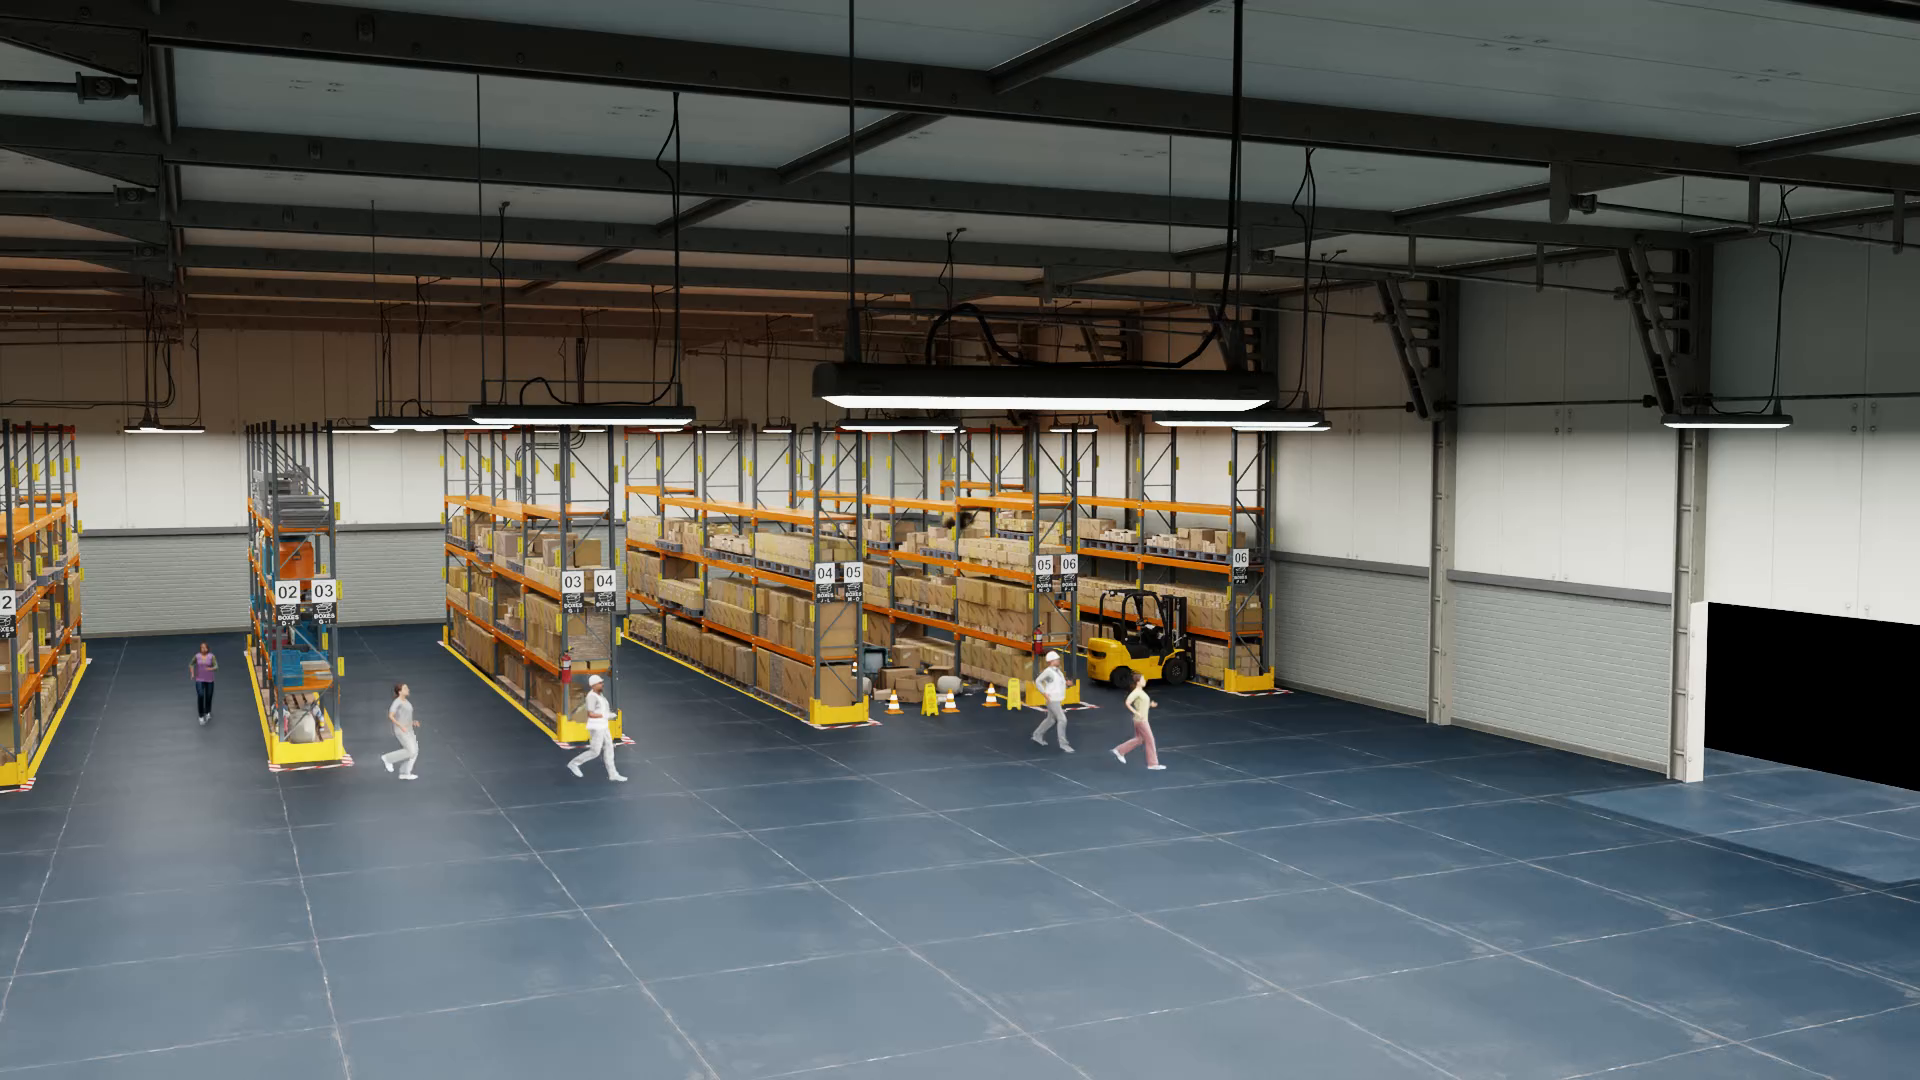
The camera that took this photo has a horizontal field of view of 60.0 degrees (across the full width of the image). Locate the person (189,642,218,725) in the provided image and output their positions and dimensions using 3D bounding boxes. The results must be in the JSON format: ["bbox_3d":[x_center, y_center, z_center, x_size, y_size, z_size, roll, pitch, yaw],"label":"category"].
[{"bbox_3d":[-15.051,2.851,33.127,0.503,1.644,0.710,-2,4,-29],"label":"person"}]

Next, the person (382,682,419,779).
[{"bbox_3d":[-9.335,3.187,27.744,0.570,1.619,0.569,0,4,2],"label":"person"}]

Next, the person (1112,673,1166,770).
[{"bbox_3d":[3.067,3.103,28.487,0.929,1.640,0.585,1,4,12],"label":"person"}]

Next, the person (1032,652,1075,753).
[{"bbox_3d":[1.704,2.933,30.240,0.868,1.809,0.641,1,4,21],"label":"person"}]

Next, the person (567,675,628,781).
[{"bbox_3d":[-5.972,3.103,27.375,0.980,1.774,0.682,0,4,3],"label":"person"}]
